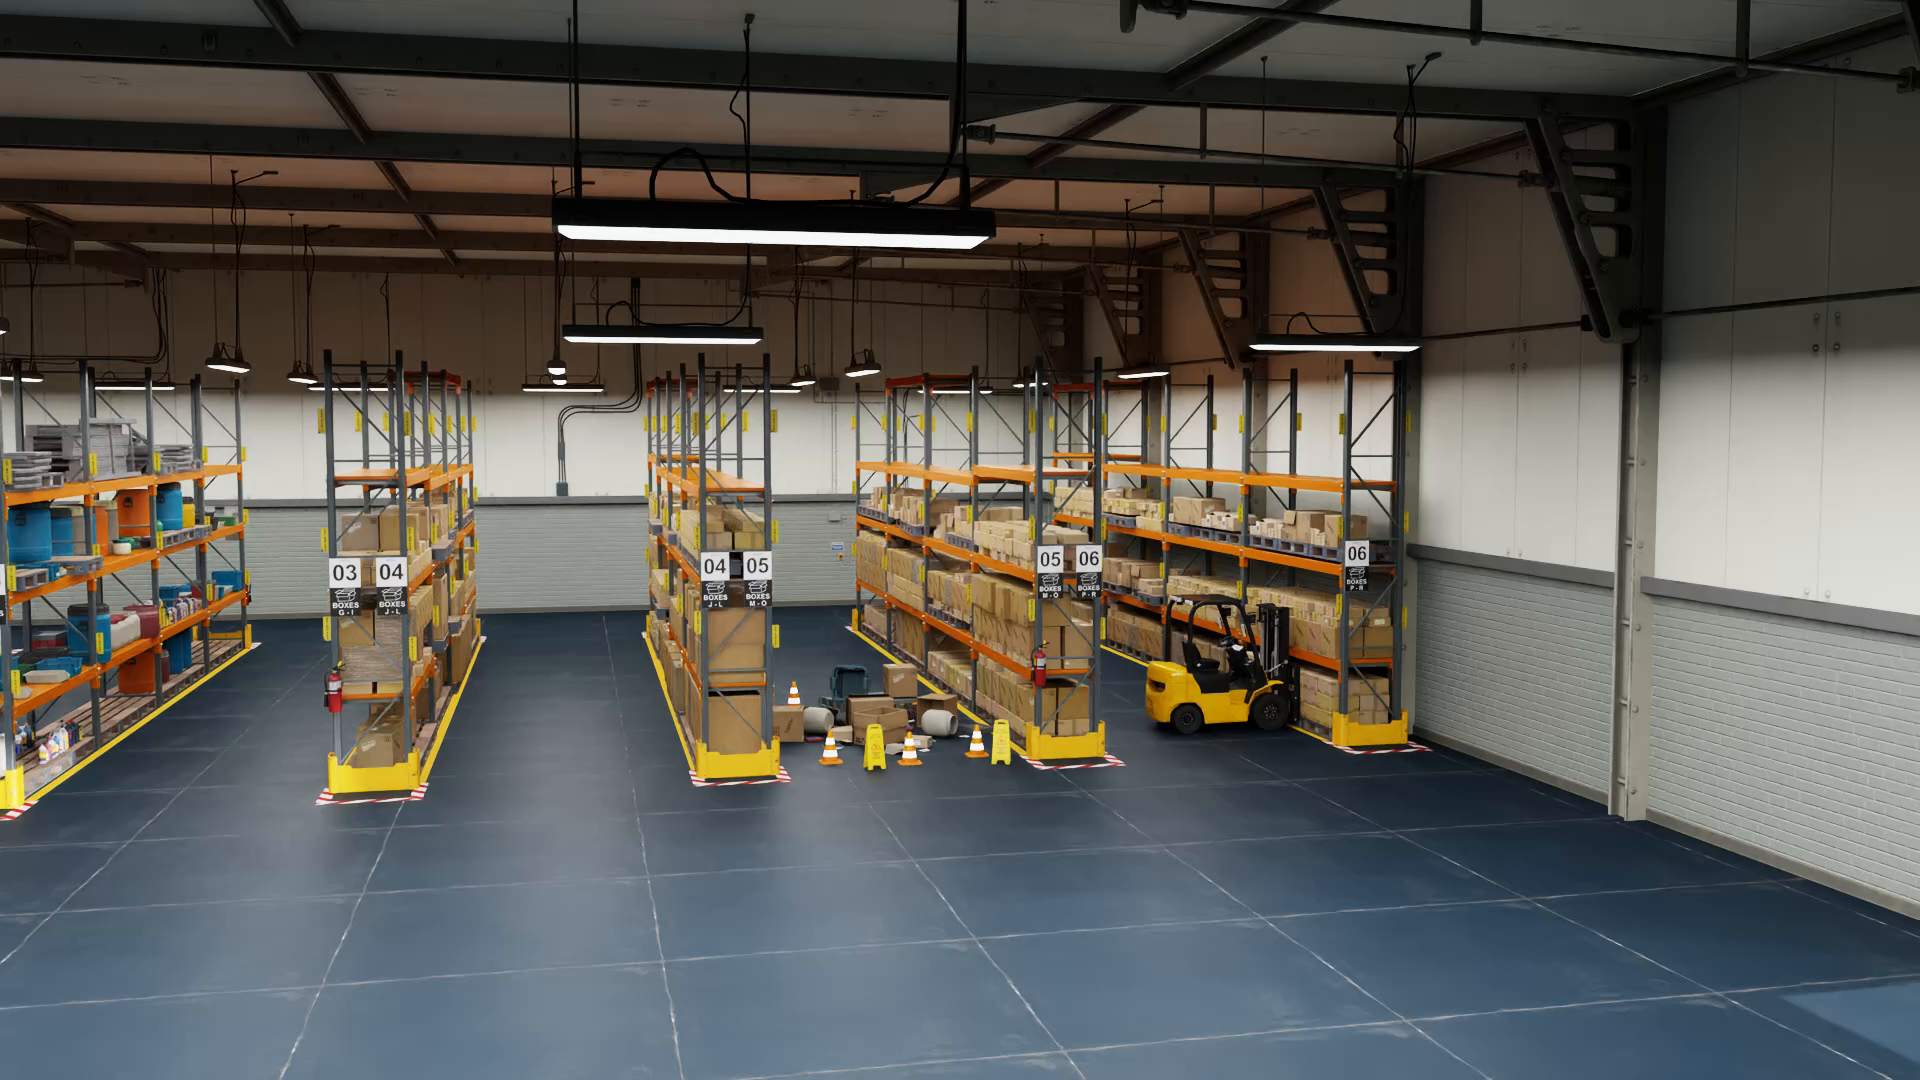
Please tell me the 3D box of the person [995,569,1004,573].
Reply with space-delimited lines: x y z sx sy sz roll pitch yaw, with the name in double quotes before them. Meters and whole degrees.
"person" 1.098 1.079 43.790 0.627 1.706 1.071 0 4 -4
